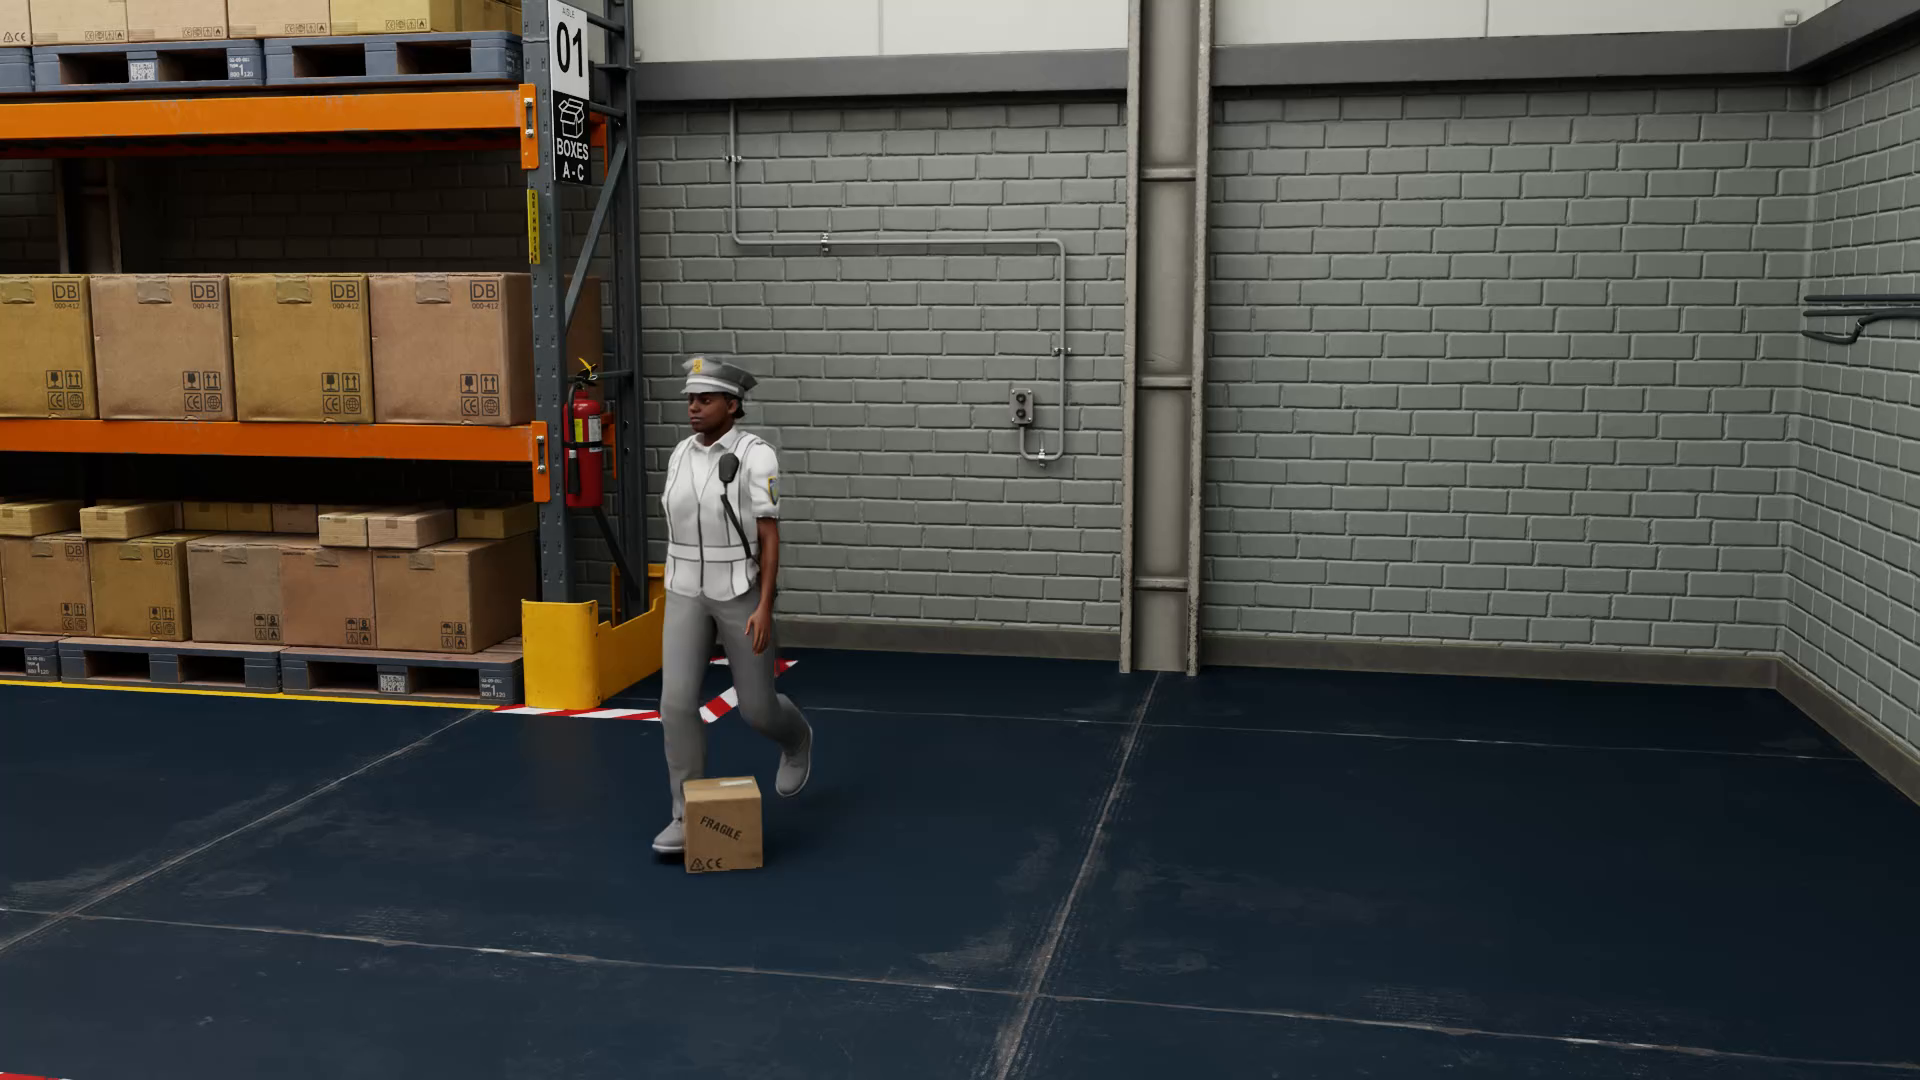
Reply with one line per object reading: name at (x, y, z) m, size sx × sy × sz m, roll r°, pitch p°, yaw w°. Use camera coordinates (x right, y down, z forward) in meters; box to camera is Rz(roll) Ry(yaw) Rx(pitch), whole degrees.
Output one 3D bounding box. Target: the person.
person at (-6.518, 0.522, 2.898) m, size 9.553 × 1.806 × 9.877 m, roll 3°, pitch 8°, yaw 18°
